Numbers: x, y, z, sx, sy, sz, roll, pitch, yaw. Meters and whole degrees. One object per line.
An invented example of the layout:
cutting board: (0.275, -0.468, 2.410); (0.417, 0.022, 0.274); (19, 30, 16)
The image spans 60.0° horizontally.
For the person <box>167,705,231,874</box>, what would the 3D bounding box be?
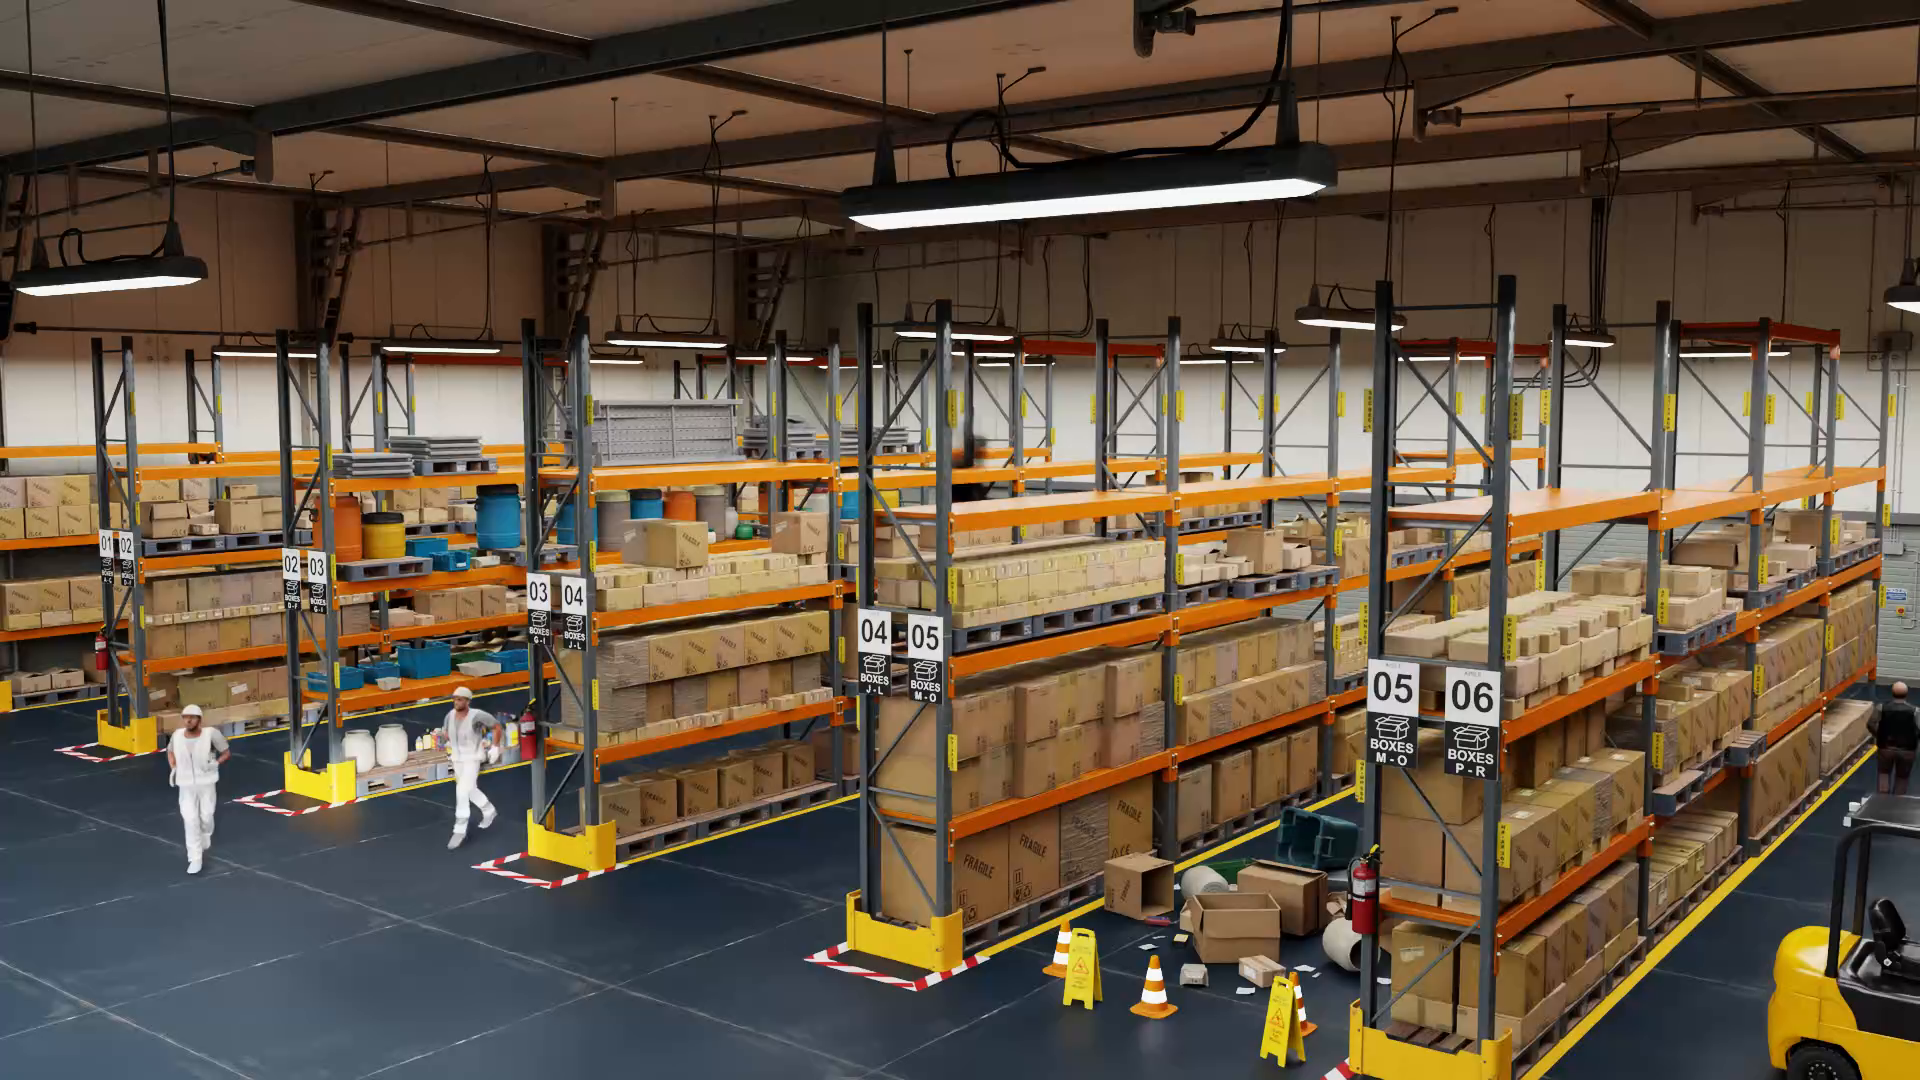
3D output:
person: (-8.378, 2.689, 18.310); (0.670, 1.788, 0.892); (-1, 5, -16)

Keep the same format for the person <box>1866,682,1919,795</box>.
person: (11.464, 2.558, 20.359); (0.656, 1.673, 0.604); (3, 6, 32)

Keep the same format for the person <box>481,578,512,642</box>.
person: (-8.836, 1.516, 31.828); (0.770, 1.776, 0.629); (4, 6, 40)

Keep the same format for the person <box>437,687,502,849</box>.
person: (-5.735, 2.588, 19.374); (0.659, 1.803, 0.942); (2, 6, 26)
